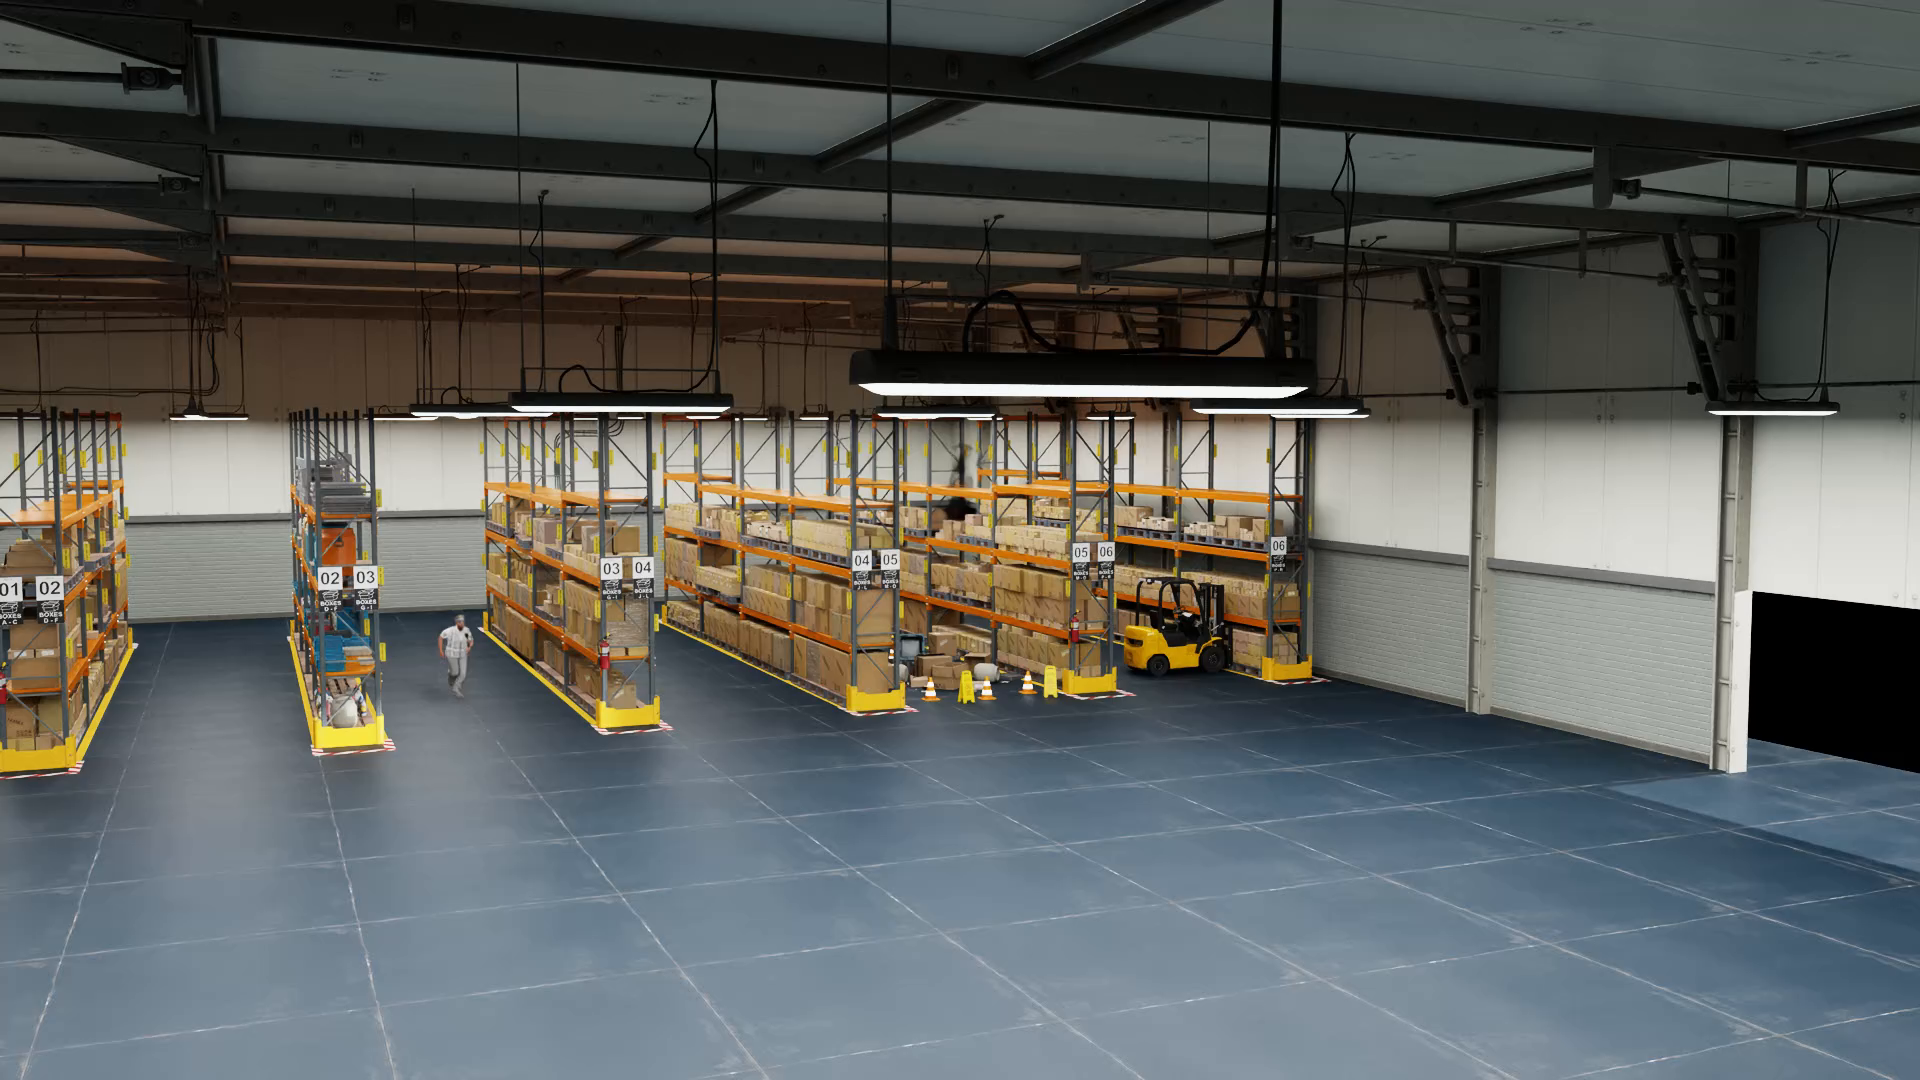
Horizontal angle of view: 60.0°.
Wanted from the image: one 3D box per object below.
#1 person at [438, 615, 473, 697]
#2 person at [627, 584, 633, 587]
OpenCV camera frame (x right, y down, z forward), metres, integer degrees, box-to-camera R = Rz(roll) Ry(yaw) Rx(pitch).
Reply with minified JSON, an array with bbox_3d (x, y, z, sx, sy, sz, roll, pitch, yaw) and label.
[{"bbox_3d":[-10.580,2.431,34.979,0.703,1.736,0.702,-3,5,-37],"label":"person"},{"bbox_3d":[-9.324,1.594,47.472,0.586,1.730,0.837,-1,4,-19],"label":"person"}]
